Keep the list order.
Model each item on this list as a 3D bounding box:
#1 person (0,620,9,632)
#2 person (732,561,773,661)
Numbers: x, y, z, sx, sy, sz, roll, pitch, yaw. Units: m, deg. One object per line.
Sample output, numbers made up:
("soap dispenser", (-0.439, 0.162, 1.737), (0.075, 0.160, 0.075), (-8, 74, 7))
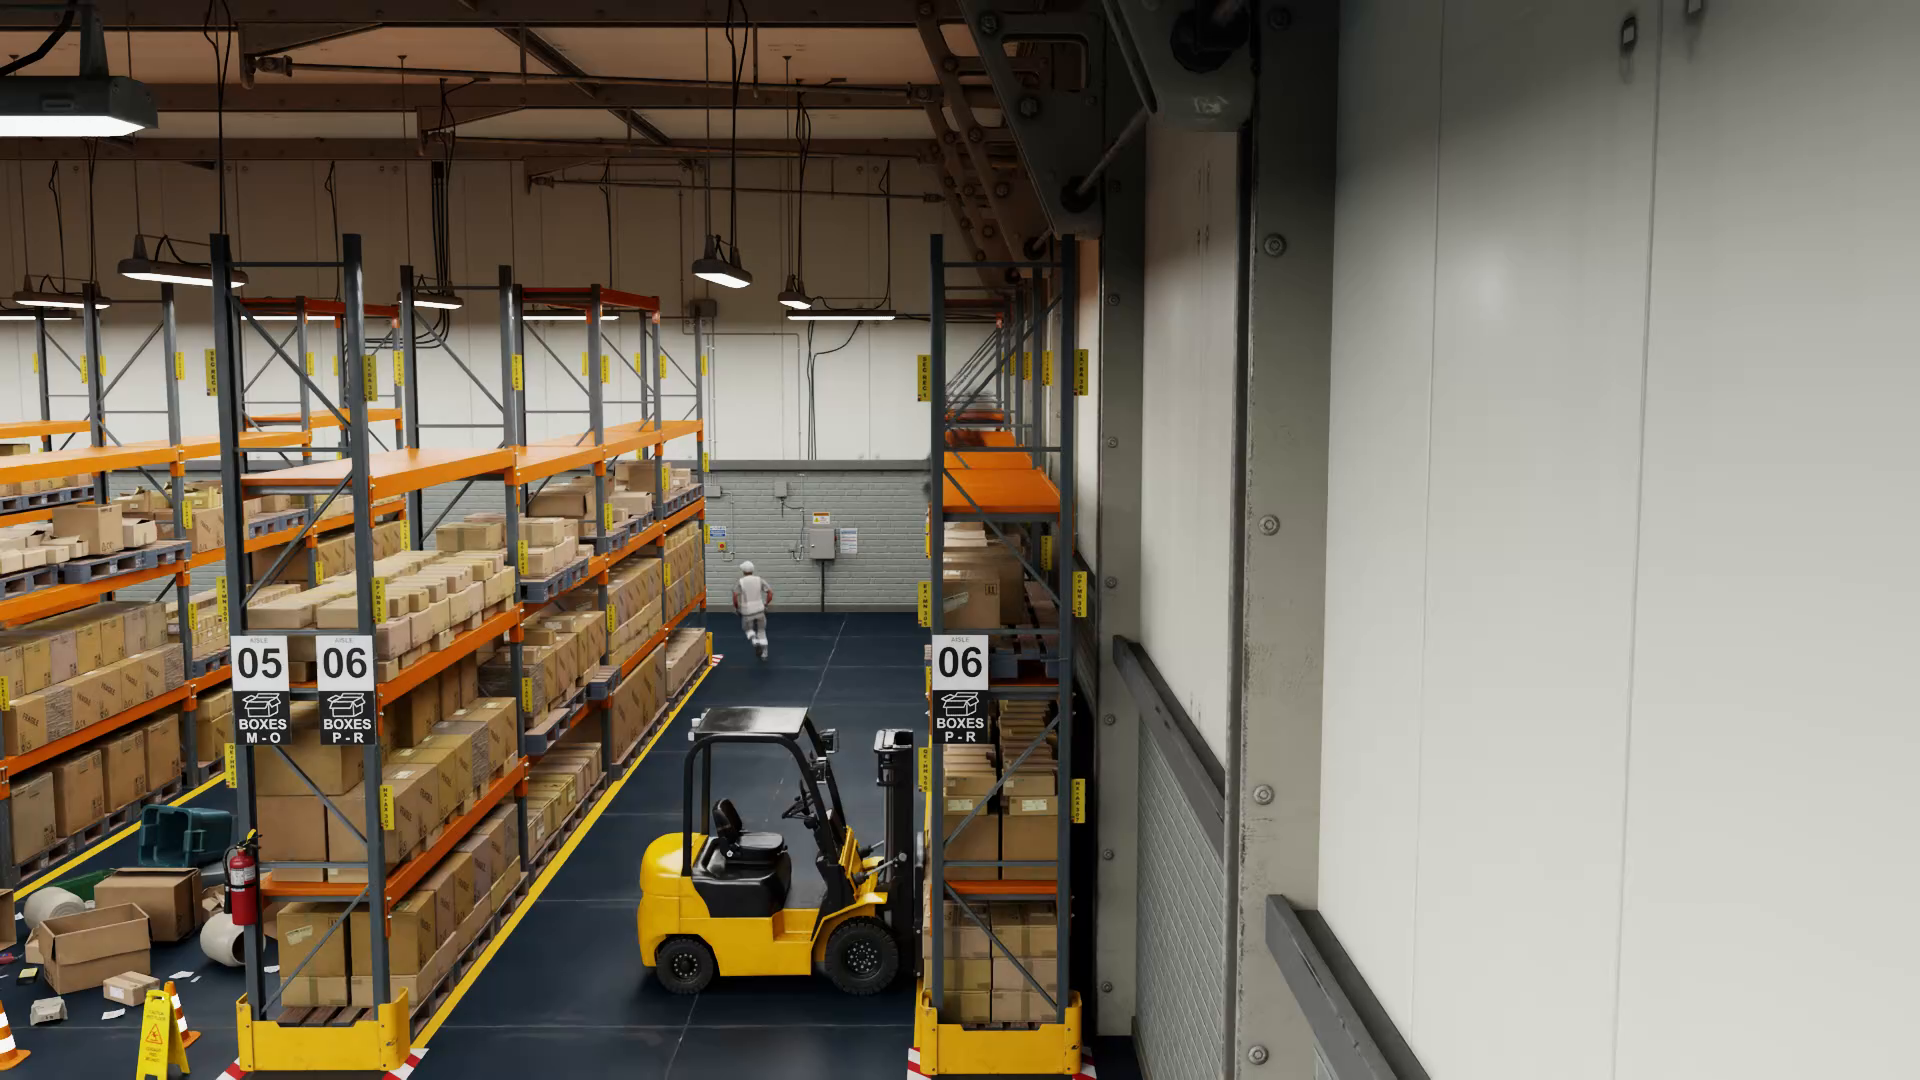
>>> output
("person", (-12.726, 1.827, 22.151), (0.649, 1.812, 0.914), (0, 6, -2))
("person", (-3.533, 1.209, 28.182), (0.707, 1.727, 0.555), (-2, 7, -19))
